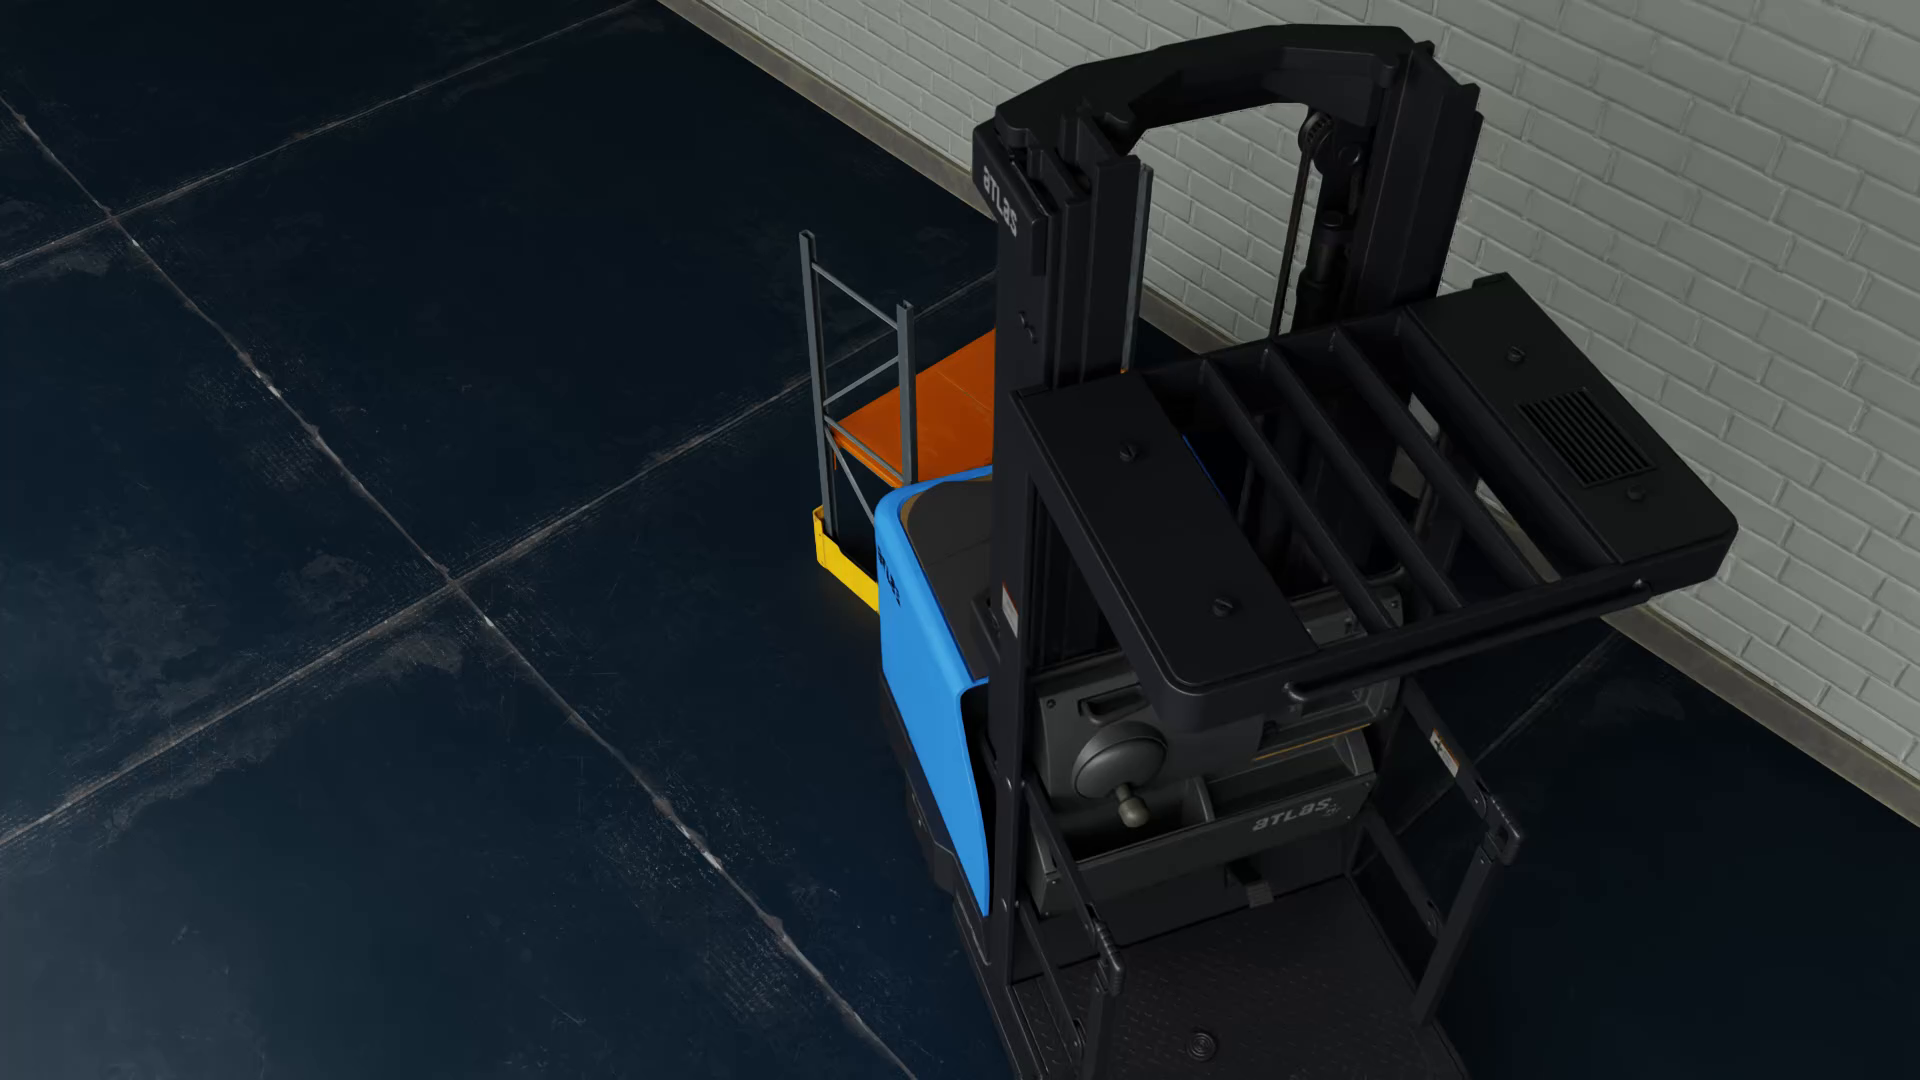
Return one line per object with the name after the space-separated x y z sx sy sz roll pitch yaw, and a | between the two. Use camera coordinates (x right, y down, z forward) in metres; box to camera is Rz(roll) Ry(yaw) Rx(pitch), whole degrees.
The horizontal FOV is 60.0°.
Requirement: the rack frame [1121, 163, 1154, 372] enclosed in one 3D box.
0.439 -0.802 5.970 0.032 1.500 0.500 -34 56 -27 | rack frame

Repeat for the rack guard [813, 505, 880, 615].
-0.312 0.124 5.966 0.087 0.250 0.587 -34 56 -27 | rack guard

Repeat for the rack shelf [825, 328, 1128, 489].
0.063 -0.429 5.870 1.000 0.185 0.538 -34 56 -27 | rack shelf

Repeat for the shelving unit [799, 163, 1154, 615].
0.056 -0.546 5.734 1.083 1.500 0.587 -34 56 -27 | shelving unit

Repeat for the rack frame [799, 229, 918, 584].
-0.313 -0.299 5.506 0.032 1.500 0.500 -34 56 -27 | rack frame

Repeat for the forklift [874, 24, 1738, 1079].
0.702 0.497 3.797 1.130 2.935 3.031 -15 49 -13 | forklift
